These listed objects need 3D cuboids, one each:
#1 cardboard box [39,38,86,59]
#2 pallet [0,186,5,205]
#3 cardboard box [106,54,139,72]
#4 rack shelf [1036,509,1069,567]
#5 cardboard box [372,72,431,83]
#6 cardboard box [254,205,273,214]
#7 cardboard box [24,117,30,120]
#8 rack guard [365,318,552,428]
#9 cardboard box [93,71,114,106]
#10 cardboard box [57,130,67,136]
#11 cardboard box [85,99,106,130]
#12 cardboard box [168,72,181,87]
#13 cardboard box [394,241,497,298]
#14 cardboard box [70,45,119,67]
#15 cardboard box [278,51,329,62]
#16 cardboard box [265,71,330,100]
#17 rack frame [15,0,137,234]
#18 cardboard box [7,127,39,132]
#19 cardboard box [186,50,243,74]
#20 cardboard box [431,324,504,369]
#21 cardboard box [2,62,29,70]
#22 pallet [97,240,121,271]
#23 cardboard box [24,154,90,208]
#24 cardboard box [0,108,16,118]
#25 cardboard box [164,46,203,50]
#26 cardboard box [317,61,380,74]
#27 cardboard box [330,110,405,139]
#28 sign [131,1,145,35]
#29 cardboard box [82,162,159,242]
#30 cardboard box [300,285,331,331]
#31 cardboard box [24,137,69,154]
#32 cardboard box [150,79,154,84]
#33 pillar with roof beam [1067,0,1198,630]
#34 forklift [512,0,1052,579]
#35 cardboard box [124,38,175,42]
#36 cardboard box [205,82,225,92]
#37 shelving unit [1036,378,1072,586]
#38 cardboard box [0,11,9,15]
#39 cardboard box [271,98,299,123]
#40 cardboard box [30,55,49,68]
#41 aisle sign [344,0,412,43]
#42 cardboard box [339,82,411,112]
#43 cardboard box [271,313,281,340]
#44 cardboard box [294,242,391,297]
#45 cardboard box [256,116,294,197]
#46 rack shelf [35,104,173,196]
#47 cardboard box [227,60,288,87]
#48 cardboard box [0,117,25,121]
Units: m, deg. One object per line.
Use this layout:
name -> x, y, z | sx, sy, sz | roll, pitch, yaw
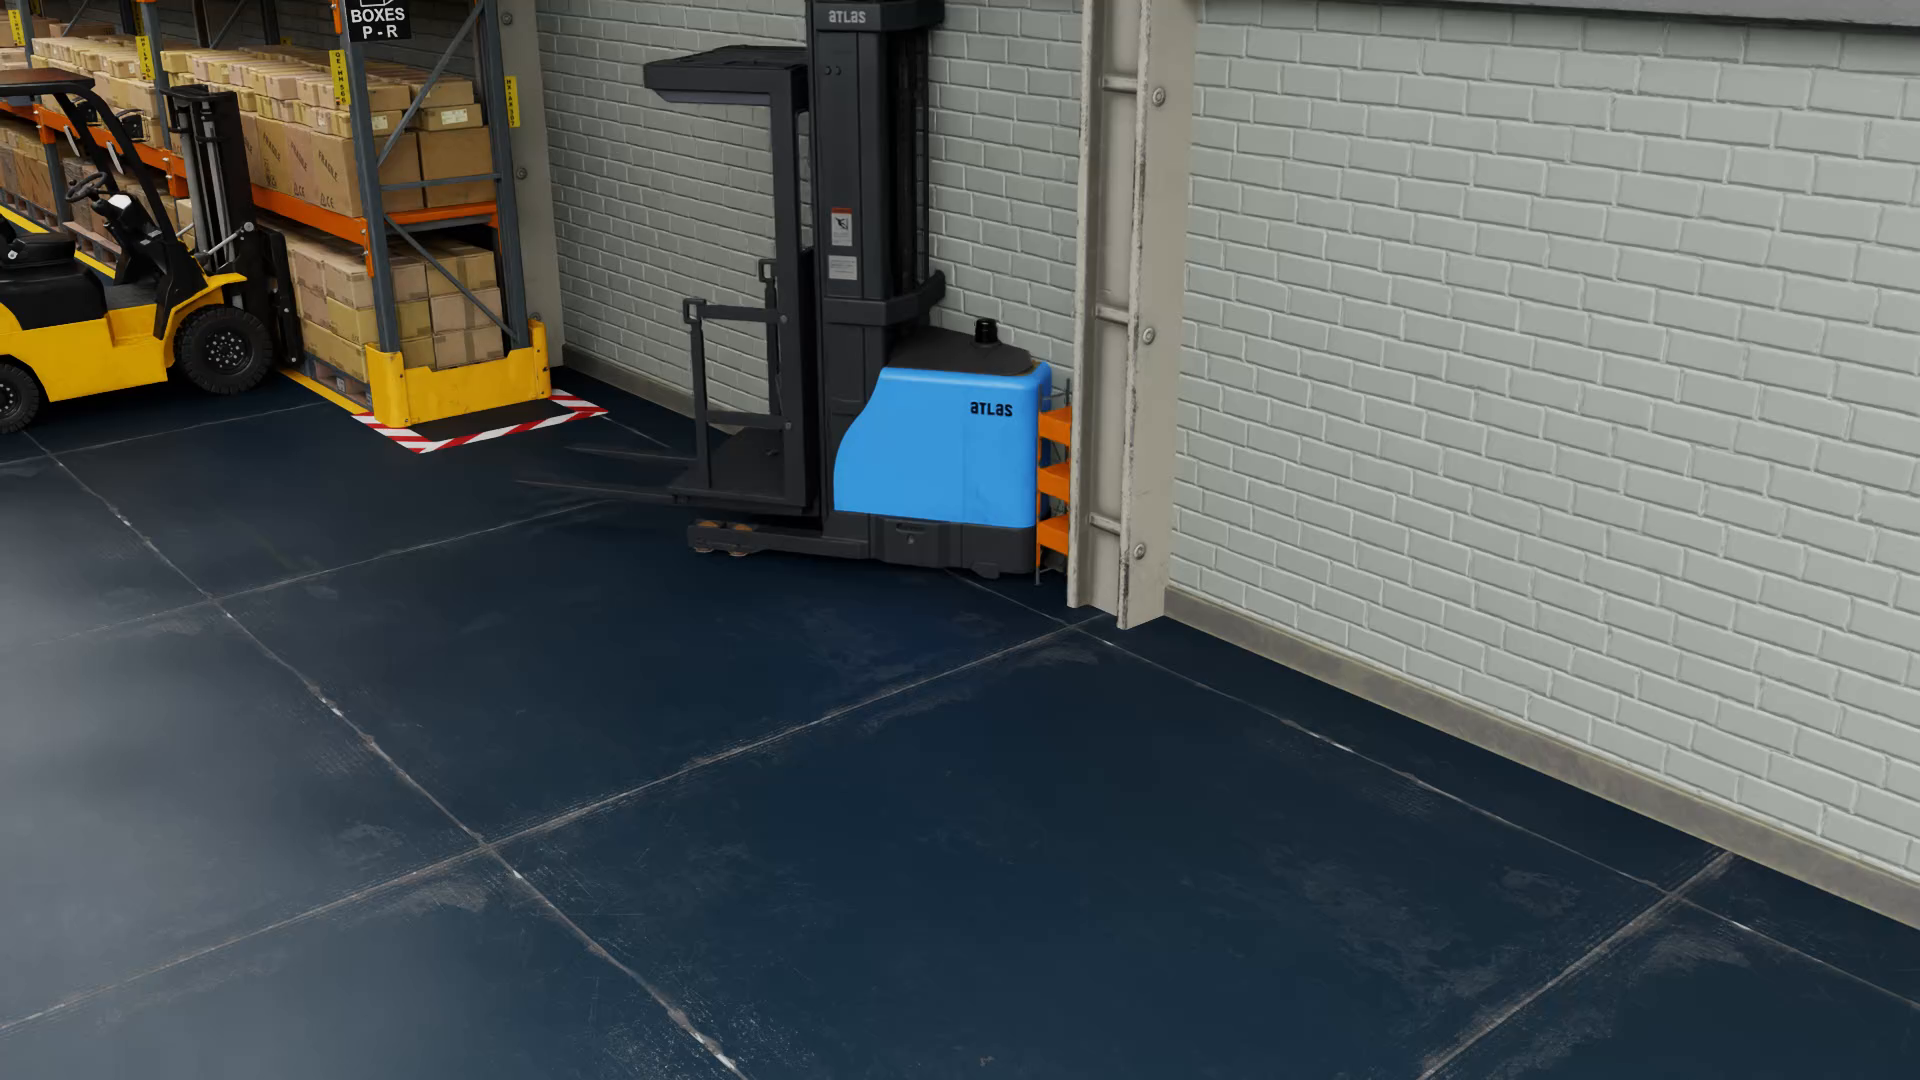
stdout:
cardboard box -> -8.439, -4.638, 15.686 | 0.380, 0.149, 0.250 | -17, 27, -36
pallet -> -10.651, -4.112, 19.194 | 1.003, 0.211, 1.213 | -17, 27, -37
cardboard box -> -7.077, -4.082, 14.266 | 0.380, 0.149, 0.250 | -18, 28, -39
rack shelf -> 0.538, 0.024, 8.272 | 0.215, 0.259, 0.240 | -17, 27, -36
cardboard box -> -3.763, -3.092, 11.330 | 0.380, 0.149, 0.250 | -17, 27, -36
cardboard box -> -5.584, -2.445, 12.936 | 0.500, 0.250, 0.500 | -17, 27, -37
cardboard box -> -10.576, -4.855, 19.230 | 0.380, 0.149, 0.250 | -17, 27, -37
rack guard -> -3.362, -1.140, 11.210 | 1.175, 0.500, 0.348 | -17, 27, -37
cardboard box -> -7.173, -3.937, 14.443 | 0.500, 0.250, 0.500 | -17, 27, -36
cardboard box -> -9.588, -4.418, 18.112 | 0.380, 0.149, 0.250 | -17, 27, -37
cardboard box -> -7.492, -3.846, 14.896 | 0.500, 0.250, 0.500 | -16, 27, -36
cardboard box -> -5.980, -3.614, 13.072 | 0.380, 0.149, 0.250 | -18, 28, -38
cardboard box -> -3.548, -1.870, 11.468 | 0.500, 0.250, 0.500 | -18, 28, -38
cardboard box -> -7.764, -4.358, 14.970 | 0.380, 0.149, 0.250 | -17, 27, -36
cardboard box -> -5.025, -3.683, 12.841 | 0.380, 0.149, 0.250 | -18, 28, -38
cardboard box -> -4.507, -3.105, 11.365 | 0.380, 0.149, 0.250 | -17, 27, -36
rack frame -> -8.599, -4.521, 16.414 | 1.000, 3.000, 0.127 | -17, 27, -37
cardboard box -> -10.080, -4.384, 18.026 | 0.380, 0.149, 0.250 | -17, 27, -37
cardboard box -> -5.753, -3.698, 12.878 | 0.380, 0.149, 0.250 | -17, 27, -37
cardboard box -> -3.550, -1.408, 11.661 | 0.500, 0.250, 0.500 | -17, 27, -37
cardboard box -> -9.319, -4.690, 16.614 | 0.380, 0.149, 0.250 | -17, 27, -36
pallet -> -7.299, -2.649, 15.458 | 1.003, 0.211, 1.213 | -17, 27, -37
cardboard box -> -9.357, -3.759, 17.321 | 0.500, 0.500, 0.500 | -18, 28, -38
cardboard box -> -10.972, -4.876, 18.874 | 0.380, 0.149, 0.250 | -19, 28, -40
cardboard box -> -7.015, -4.345, 14.938 | 0.380, 0.149, 0.250 | -17, 27, -37
cardboard box -> -4.423, -3.376, 12.056 | 0.380, 0.149, 0.250 | -17, 27, -37
cardboard box -> -3.816, -2.689, 10.709 | 0.380, 0.149, 0.250 | -17, 27, -37
sign -> -8.181, -5.193, 16.543 | 0.100, 0.325, 0.005 | -17, 27, -37
cardboard box -> -7.770, -3.257, 15.866 | 0.875, 0.625, 0.625 | -16, 27, -36
cardboard box -> -4.251, -1.660, 11.619 | 0.500, 0.250, 0.500 | -18, 28, -38
cardboard box -> -9.454, -4.082, 17.256 | 0.380, 0.149, 0.250 | -19, 28, -39
cardboard box -> -6.380, -3.806, 13.562 | 0.380, 0.149, 0.250 | -16, 27, -36
pillar with roof beam -> -2.494, -2.829, 3.867 | 9.100, 9.000, 0.400 | -17, 27, -37
forklift -> -0.940, -1.453, 8.675 | 3.031, 2.935, 1.130 | 6, 22, 15
cardboard box -> -7.642, -4.645, 15.704 | 0.380, 0.149, 0.250 | -18, 28, -38
cardboard box -> -5.343, -3.319, 12.318 | 0.380, 0.149, 0.250 | -18, 28, -38
shelving unit -> 0.536, -0.244, 8.166 | 0.215, 1.050, 0.252 | -17, 27, -36
cardboard box -> -10.726, -5.538, 18.299 | 0.700, 0.500, 0.500 | -17, 27, -37
cardboard box -> -4.492, -2.972, 11.433 | 0.380, 0.149, 0.250 | -19, 28, -39
cardboard box -> -8.514, -4.497, 15.874 | 0.500, 0.250, 0.500 | -17, 27, -37
aisle sign -> -3.557, -3.433, 10.072 | 0.394, 0.787, 0.004 | -17, 27, -37
cardboard box -> -3.771, -2.847, 10.705 | 0.380, 0.149, 0.250 | -17, 27, -37
cardboard box -> -4.917, -1.699, 12.403 | 0.500, 0.250, 0.500 | -16, 27, -36
cardboard box -> -4.252, -1.884, 11.506 | 0.500, 0.250, 0.500 | -17, 27, -36
cardboard box -> -4.564, -2.718, 11.673 | 0.500, 0.500, 0.500 | -18, 28, -38
rack shelf -> -7.294, -3.634, 15.135 | 1.077, 0.370, 4.000 | -17, 27, -37
cardboard box -> -5.104, -3.407, 12.136 | 0.380, 0.149, 0.250 | -18, 27, -38
cardboard box -> -10.762, -4.671, 18.760 | 0.380, 0.149, 0.250 | -19, 28, -40
